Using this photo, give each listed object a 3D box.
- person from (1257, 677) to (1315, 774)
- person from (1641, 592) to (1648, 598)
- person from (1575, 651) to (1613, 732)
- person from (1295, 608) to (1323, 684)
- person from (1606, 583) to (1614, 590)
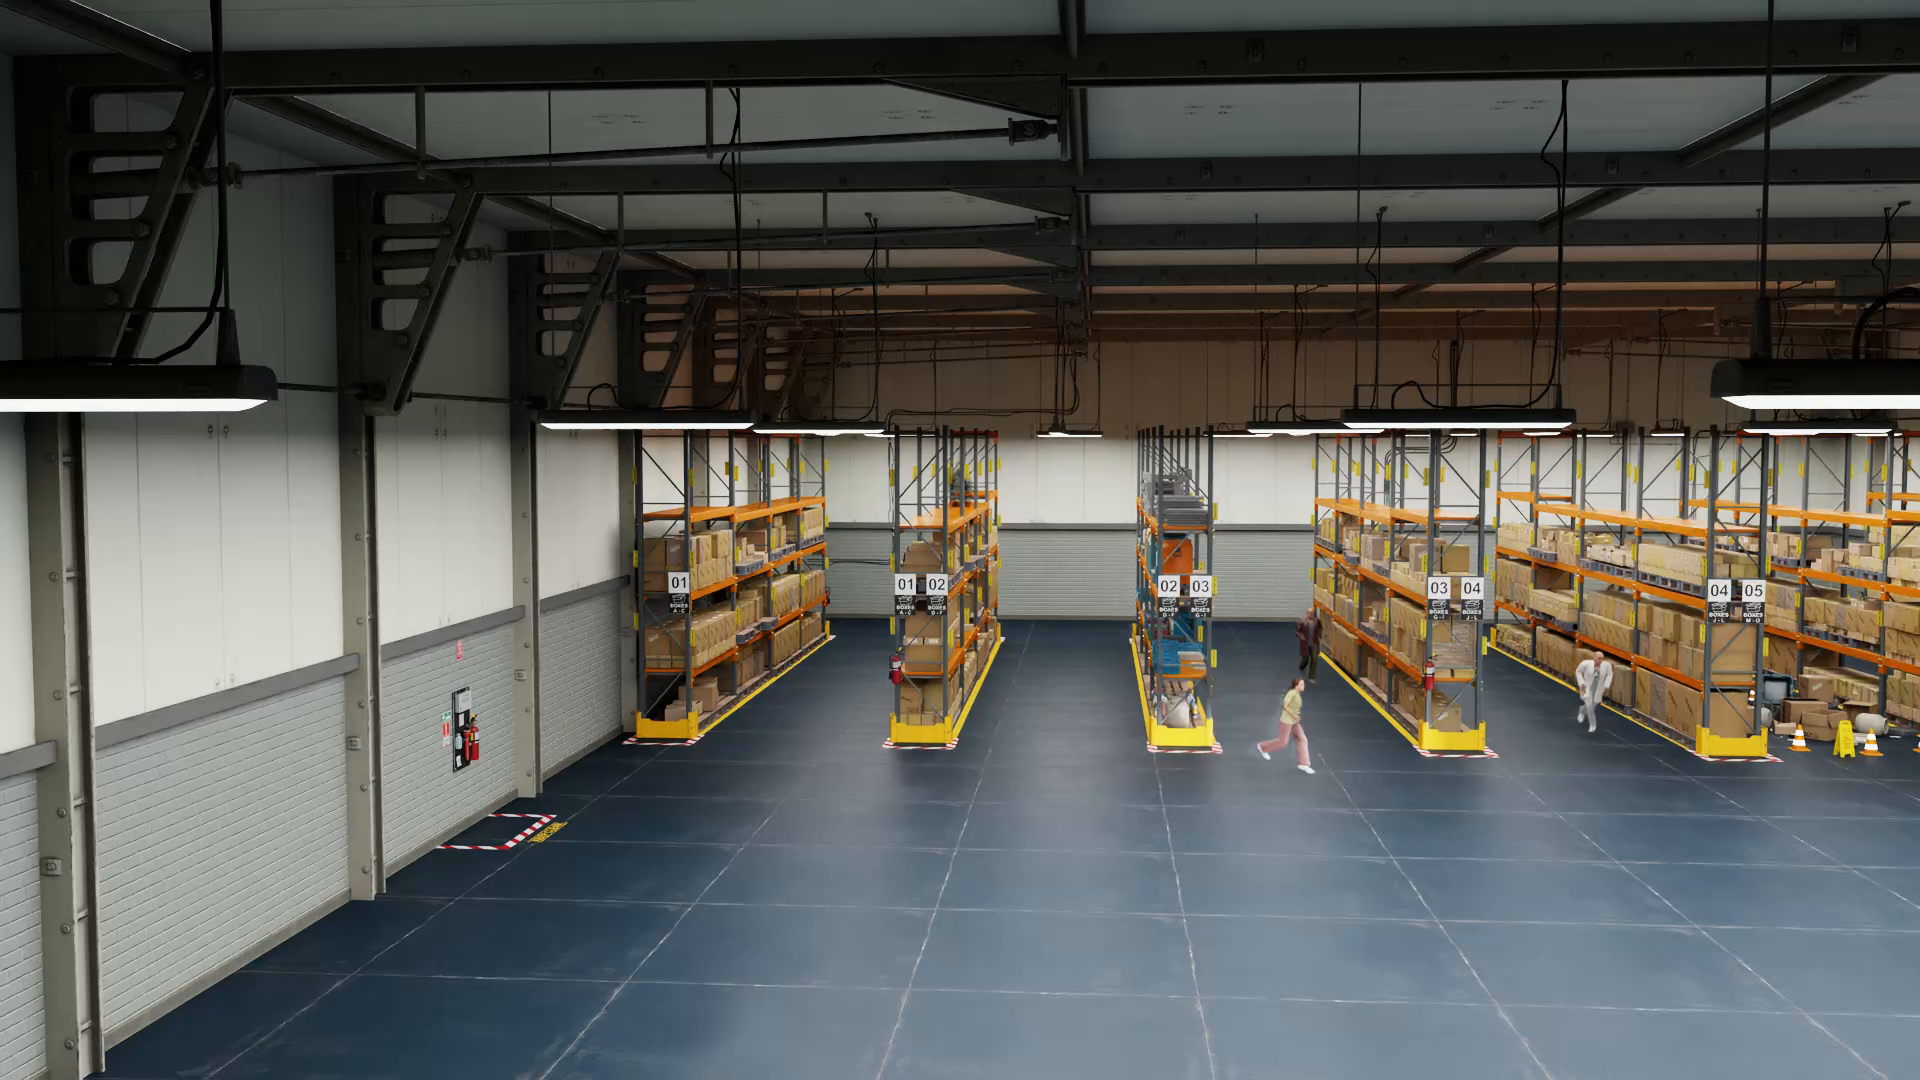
[{"bbox_3d":[5.659,3.182,28.795,1.063,1.659,0.580,2,4,34],"label":"person"},{"bbox_3d":[19.363,2.020,47.256,0.592,1.736,0.685,1,4,13],"label":"person"},{"bbox_3d":[12.497,2.959,32.911,0.716,1.626,1.062,0,3,5],"label":"person"},{"bbox_3d":[8.255,2.478,39.299,0.695,1.763,0.927,0,3,-1],"label":"person"},{"bbox_3d":[18.730,2.039,48.058,0.645,1.578,0.586,-1,4,-18],"label":"person"}]
